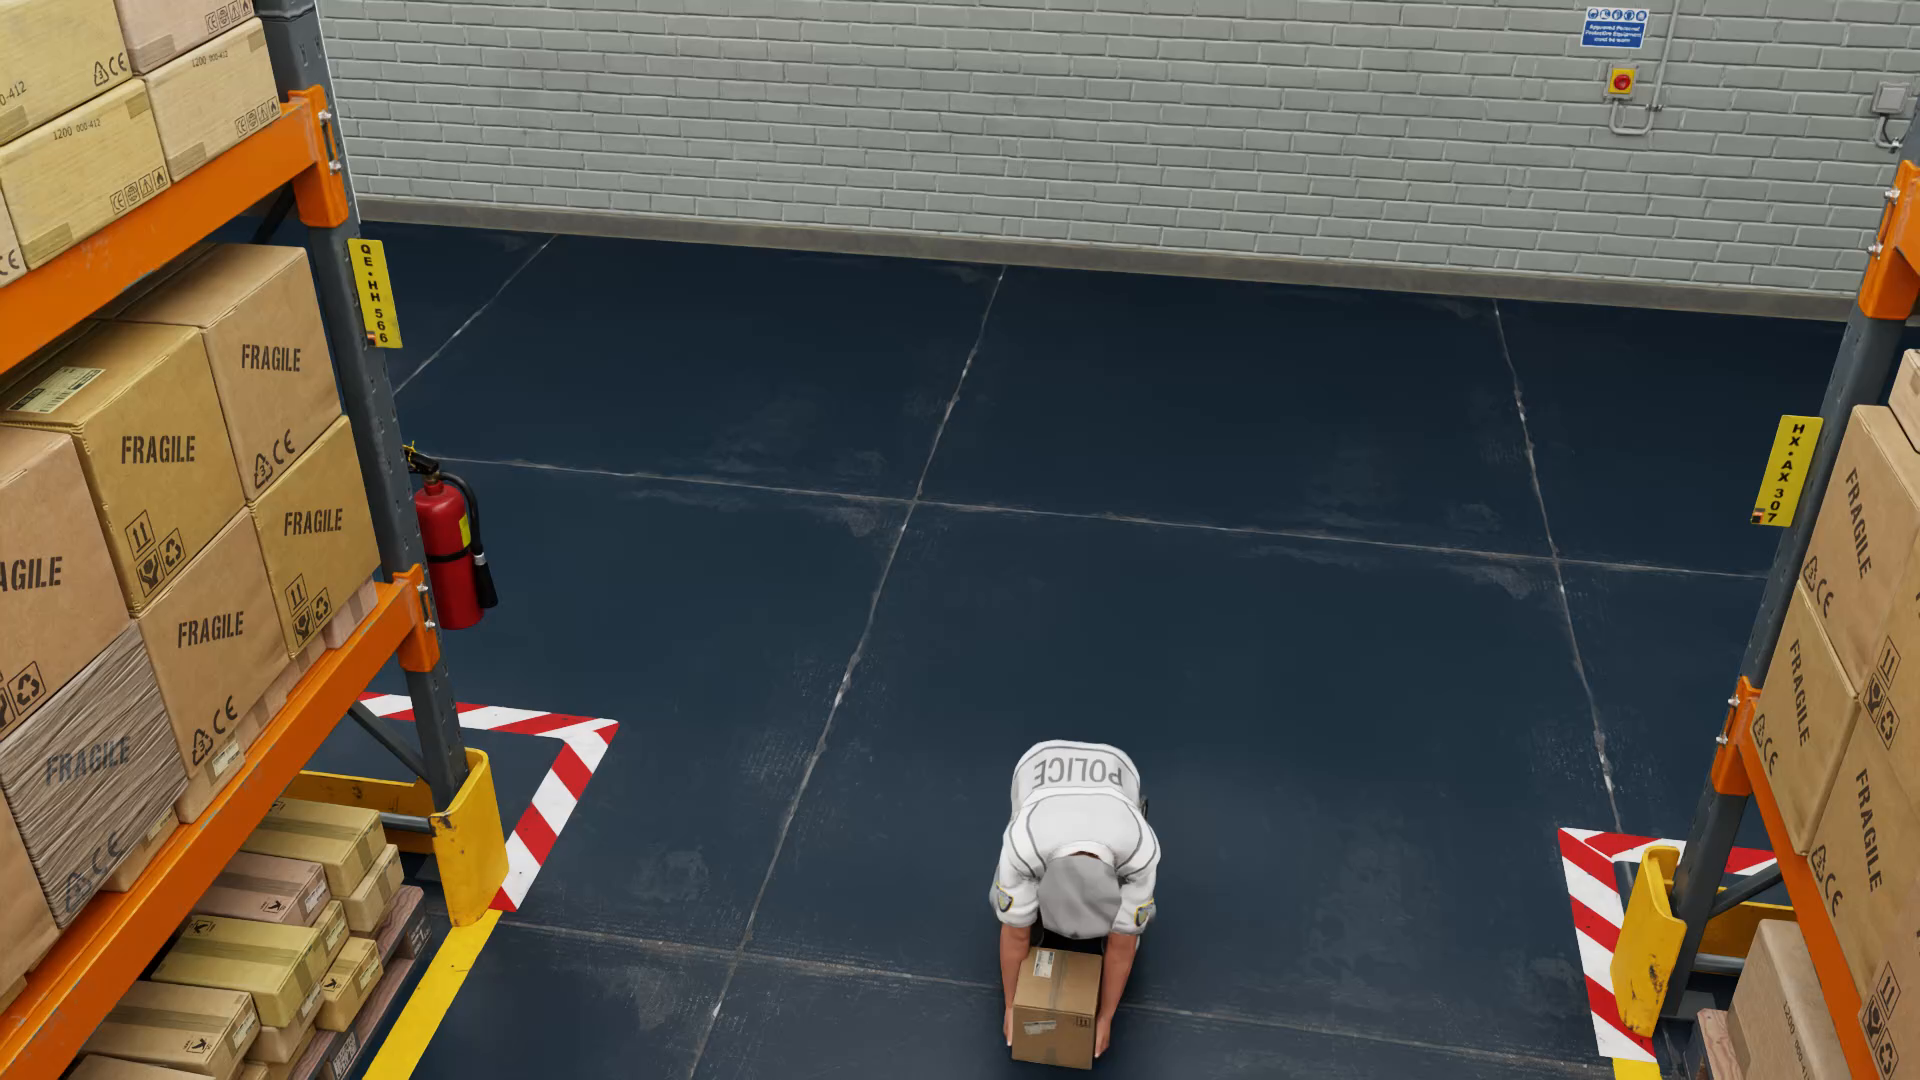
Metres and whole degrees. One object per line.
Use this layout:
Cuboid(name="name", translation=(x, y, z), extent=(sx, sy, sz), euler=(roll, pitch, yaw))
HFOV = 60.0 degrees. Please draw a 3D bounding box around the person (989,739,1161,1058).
Cuboid(name="person", translation=(0.365, 1.095, 5.328), extent=(0.537, 0.872, 1.002), euler=(5, 32, 7))
